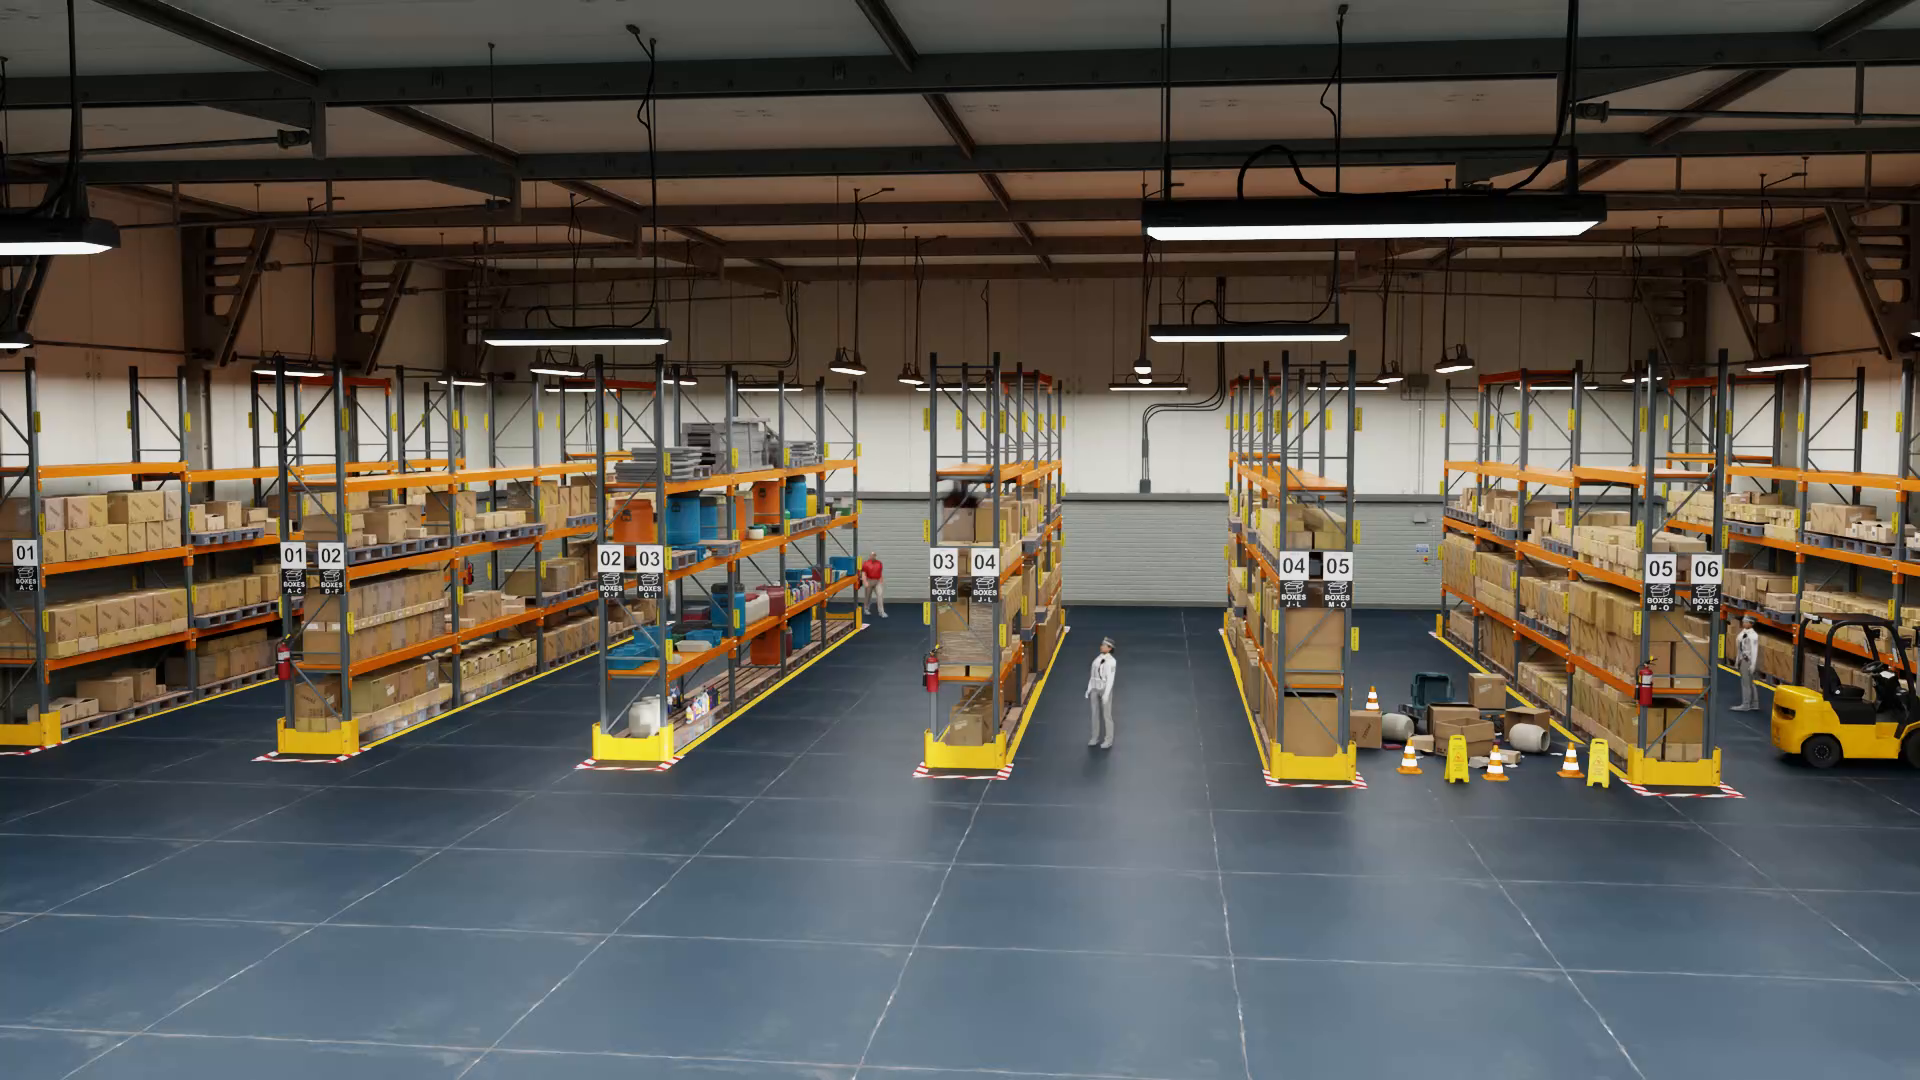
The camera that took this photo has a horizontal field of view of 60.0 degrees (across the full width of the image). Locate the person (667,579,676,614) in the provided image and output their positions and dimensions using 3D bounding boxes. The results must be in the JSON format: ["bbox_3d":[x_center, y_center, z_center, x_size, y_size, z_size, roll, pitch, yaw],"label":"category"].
[{"bbox_3d":[-7.640,1.118,43.431,0.518,1.617,0.908,-2,4,-24],"label":"person"}]

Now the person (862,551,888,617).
[{"bbox_3d":[-2.192,1.118,42.755,0.623,1.670,1.009,-2,4,-23],"label":"person"}]

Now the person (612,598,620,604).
[{"bbox_3d":[-8.710,1.197,42.162,0.419,1.703,0.647,2,4,25],"label":"person"}]

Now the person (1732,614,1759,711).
[{"bbox_3d":[13.685,2.123,28.915,0.434,1.690,0.506,2,4,24],"label":"person"}]

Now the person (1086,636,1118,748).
[{"bbox_3d":[2.214,2.336,25.738,0.440,1.693,0.529,-4,5,-42],"label":"person"}]
